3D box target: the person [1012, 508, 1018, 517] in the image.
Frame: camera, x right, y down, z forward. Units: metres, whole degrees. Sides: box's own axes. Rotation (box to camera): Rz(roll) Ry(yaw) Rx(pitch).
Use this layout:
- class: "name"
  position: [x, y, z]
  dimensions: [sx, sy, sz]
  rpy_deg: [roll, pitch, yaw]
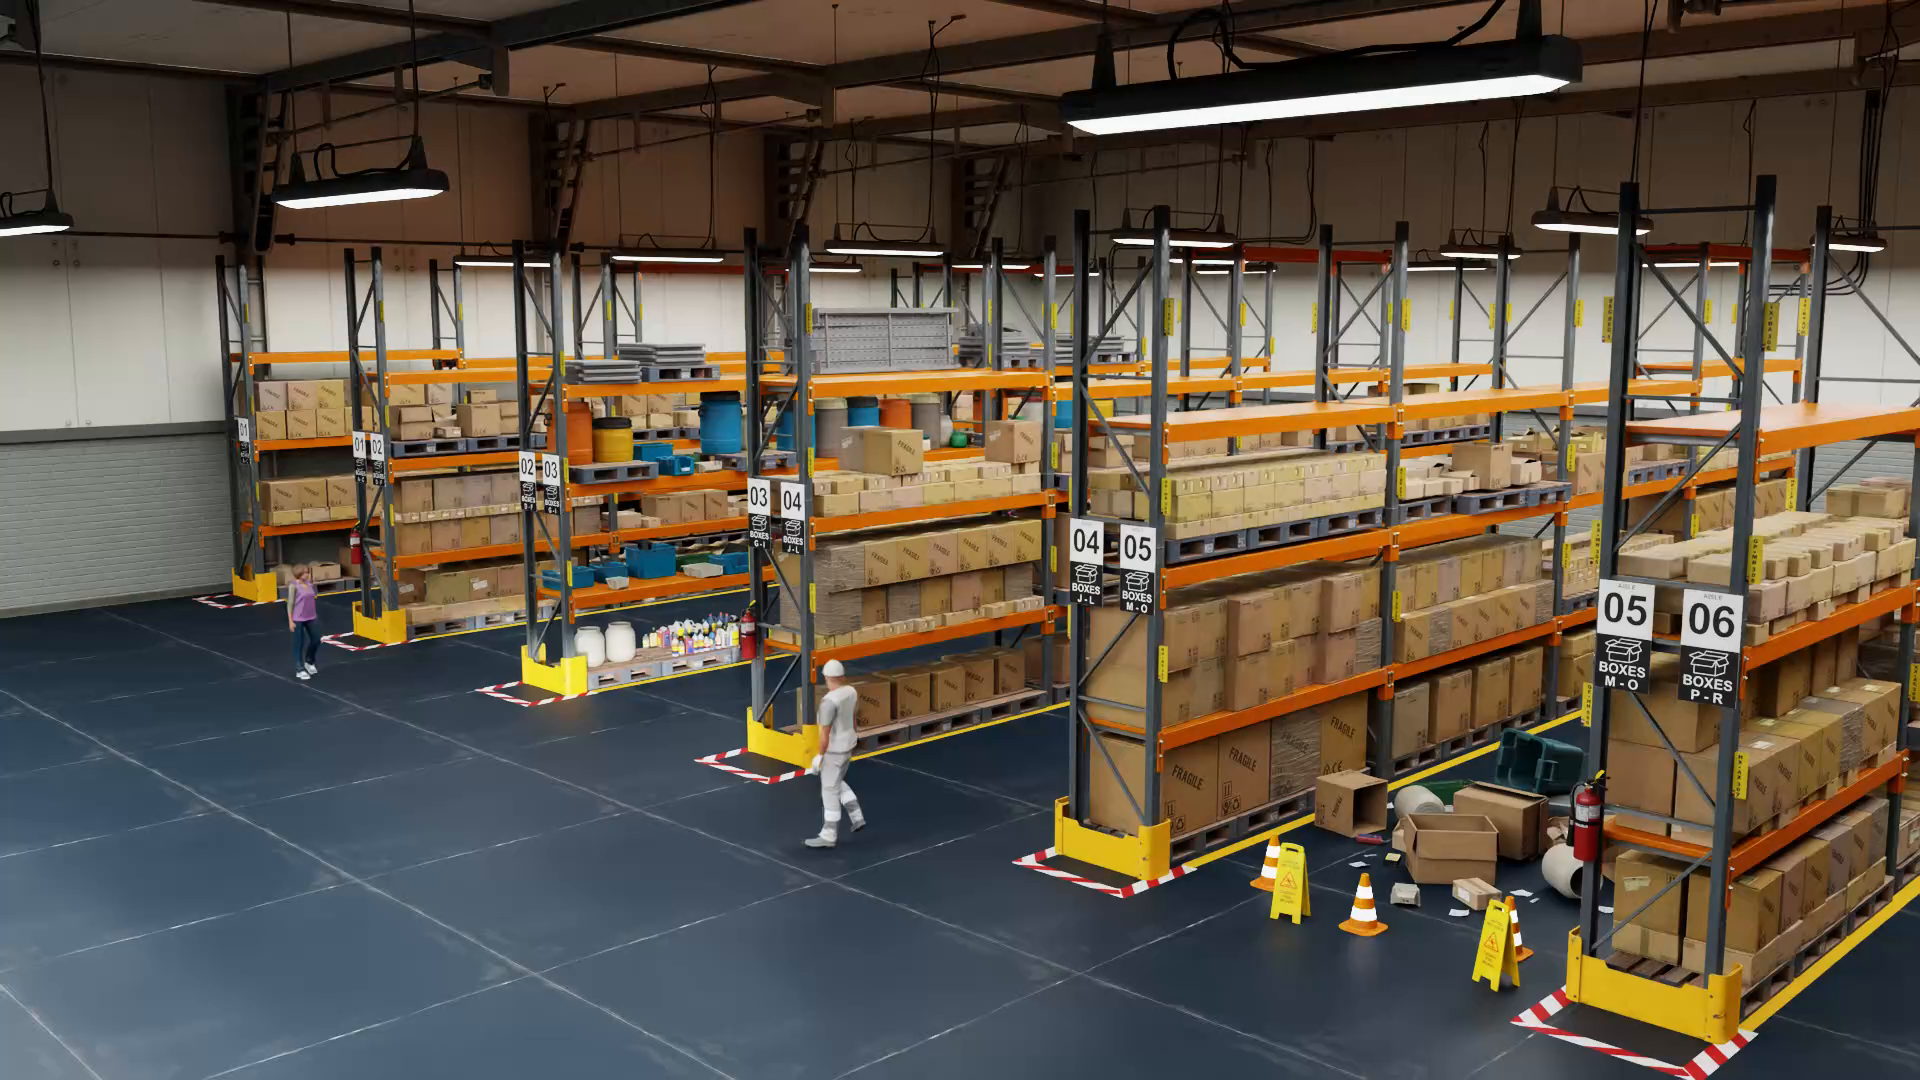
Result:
- class: "person"
  position: [0.973, 0.311, 26.215]
  dimensions: [0.605, 1.863, 0.632]
  rpy_deg: [-1, 8, -10]

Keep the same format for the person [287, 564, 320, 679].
- class: "person"
  position: [-9.150, 1.119, 23.098]
  dimensions: [0.439, 1.607, 0.489]
  rpy_deg: [5, 10, 32]

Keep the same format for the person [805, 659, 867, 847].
- class: "person"
  position: [-1.185, 2.024, 15.935]
  dimensions: [0.499, 1.789, 0.627]
  rpy_deg: [3, 9, 18]
